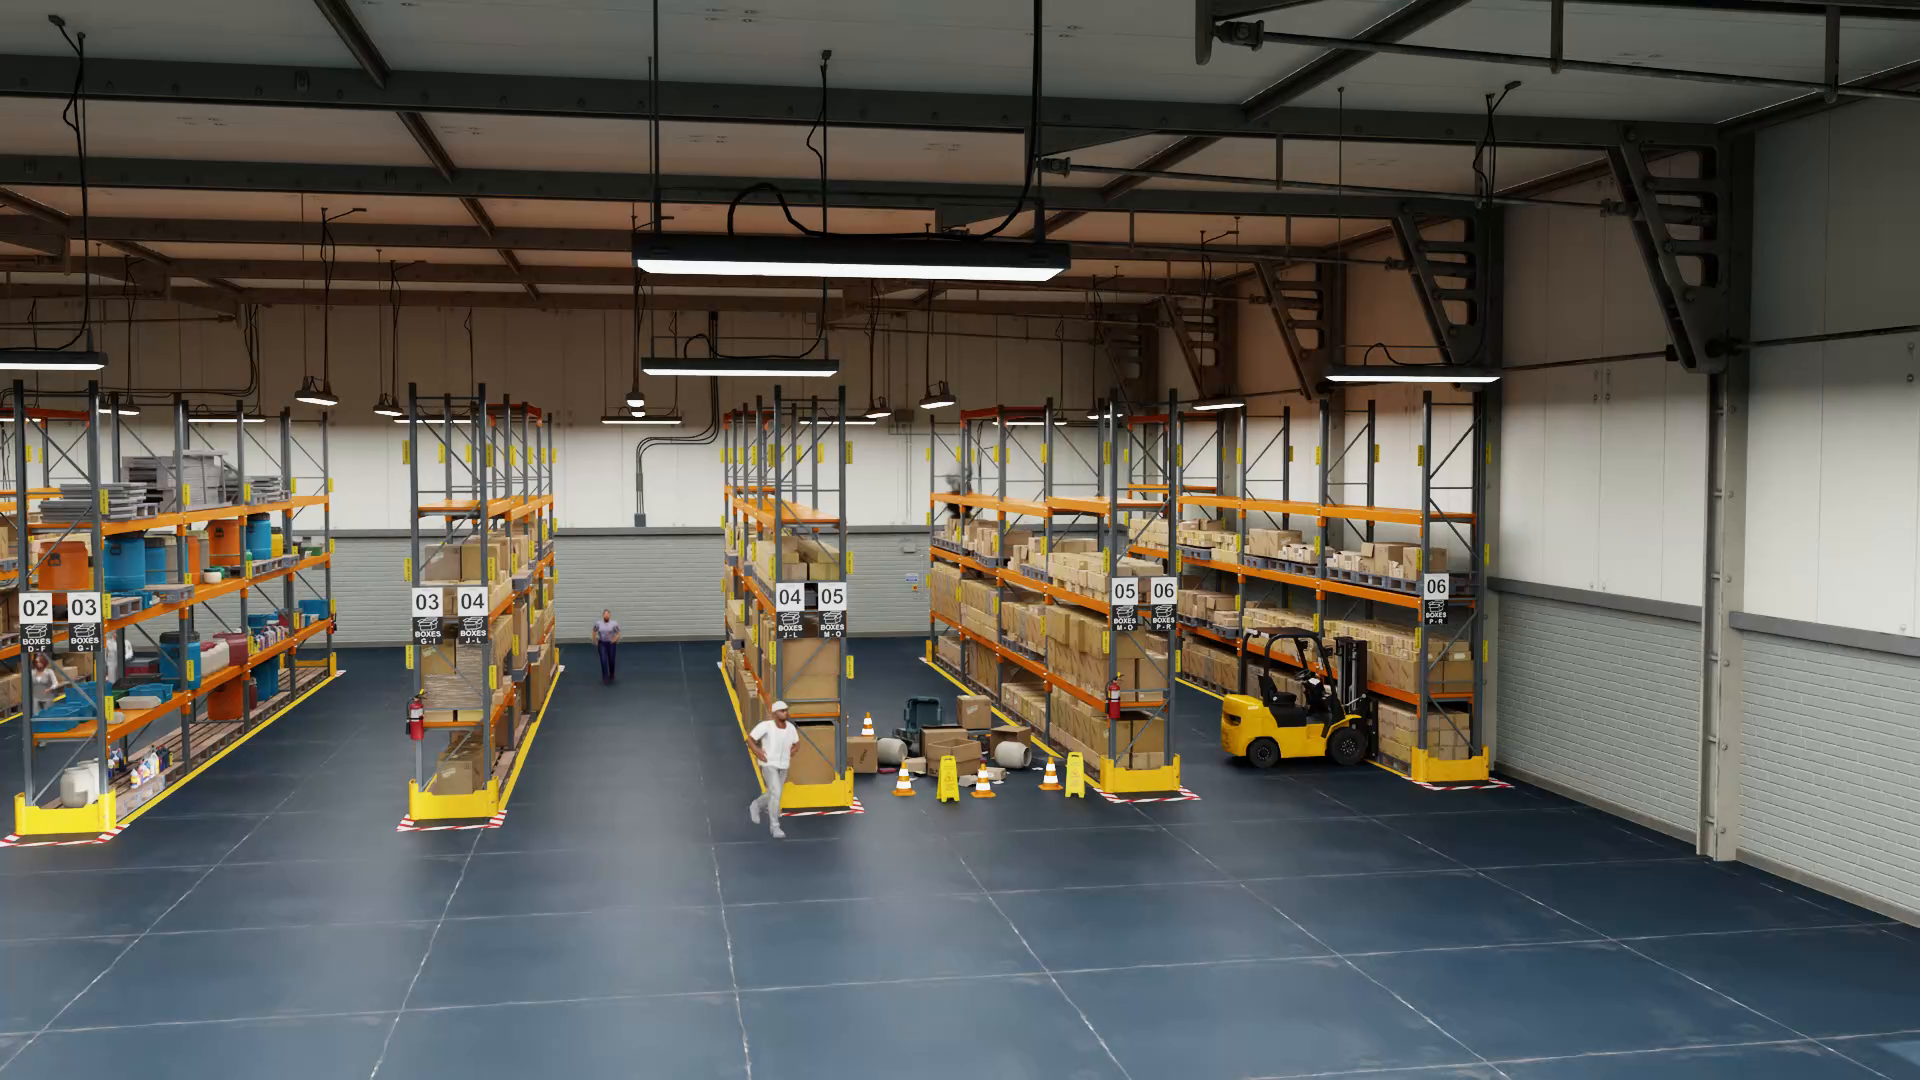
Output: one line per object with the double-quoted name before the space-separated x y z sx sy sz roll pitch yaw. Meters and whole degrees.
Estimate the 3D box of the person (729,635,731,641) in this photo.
"person" -5.395 2.102 40.532 0.670 1.734 0.680 -1 3 -17

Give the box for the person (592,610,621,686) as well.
"person" -7.766 2.346 36.522 0.631 1.627 0.744 -1 3 -13

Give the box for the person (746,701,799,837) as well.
"person" -2.466 3.021 22.229 0.743 1.750 0.876 -2 4 -39

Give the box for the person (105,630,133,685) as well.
"person" -16.475 2.516 32.497 0.572 1.739 0.795 -1 3 -26

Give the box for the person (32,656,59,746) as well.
"person" -15.751 2.771 28.520 0.519 1.567 0.563 -1 3 -20
